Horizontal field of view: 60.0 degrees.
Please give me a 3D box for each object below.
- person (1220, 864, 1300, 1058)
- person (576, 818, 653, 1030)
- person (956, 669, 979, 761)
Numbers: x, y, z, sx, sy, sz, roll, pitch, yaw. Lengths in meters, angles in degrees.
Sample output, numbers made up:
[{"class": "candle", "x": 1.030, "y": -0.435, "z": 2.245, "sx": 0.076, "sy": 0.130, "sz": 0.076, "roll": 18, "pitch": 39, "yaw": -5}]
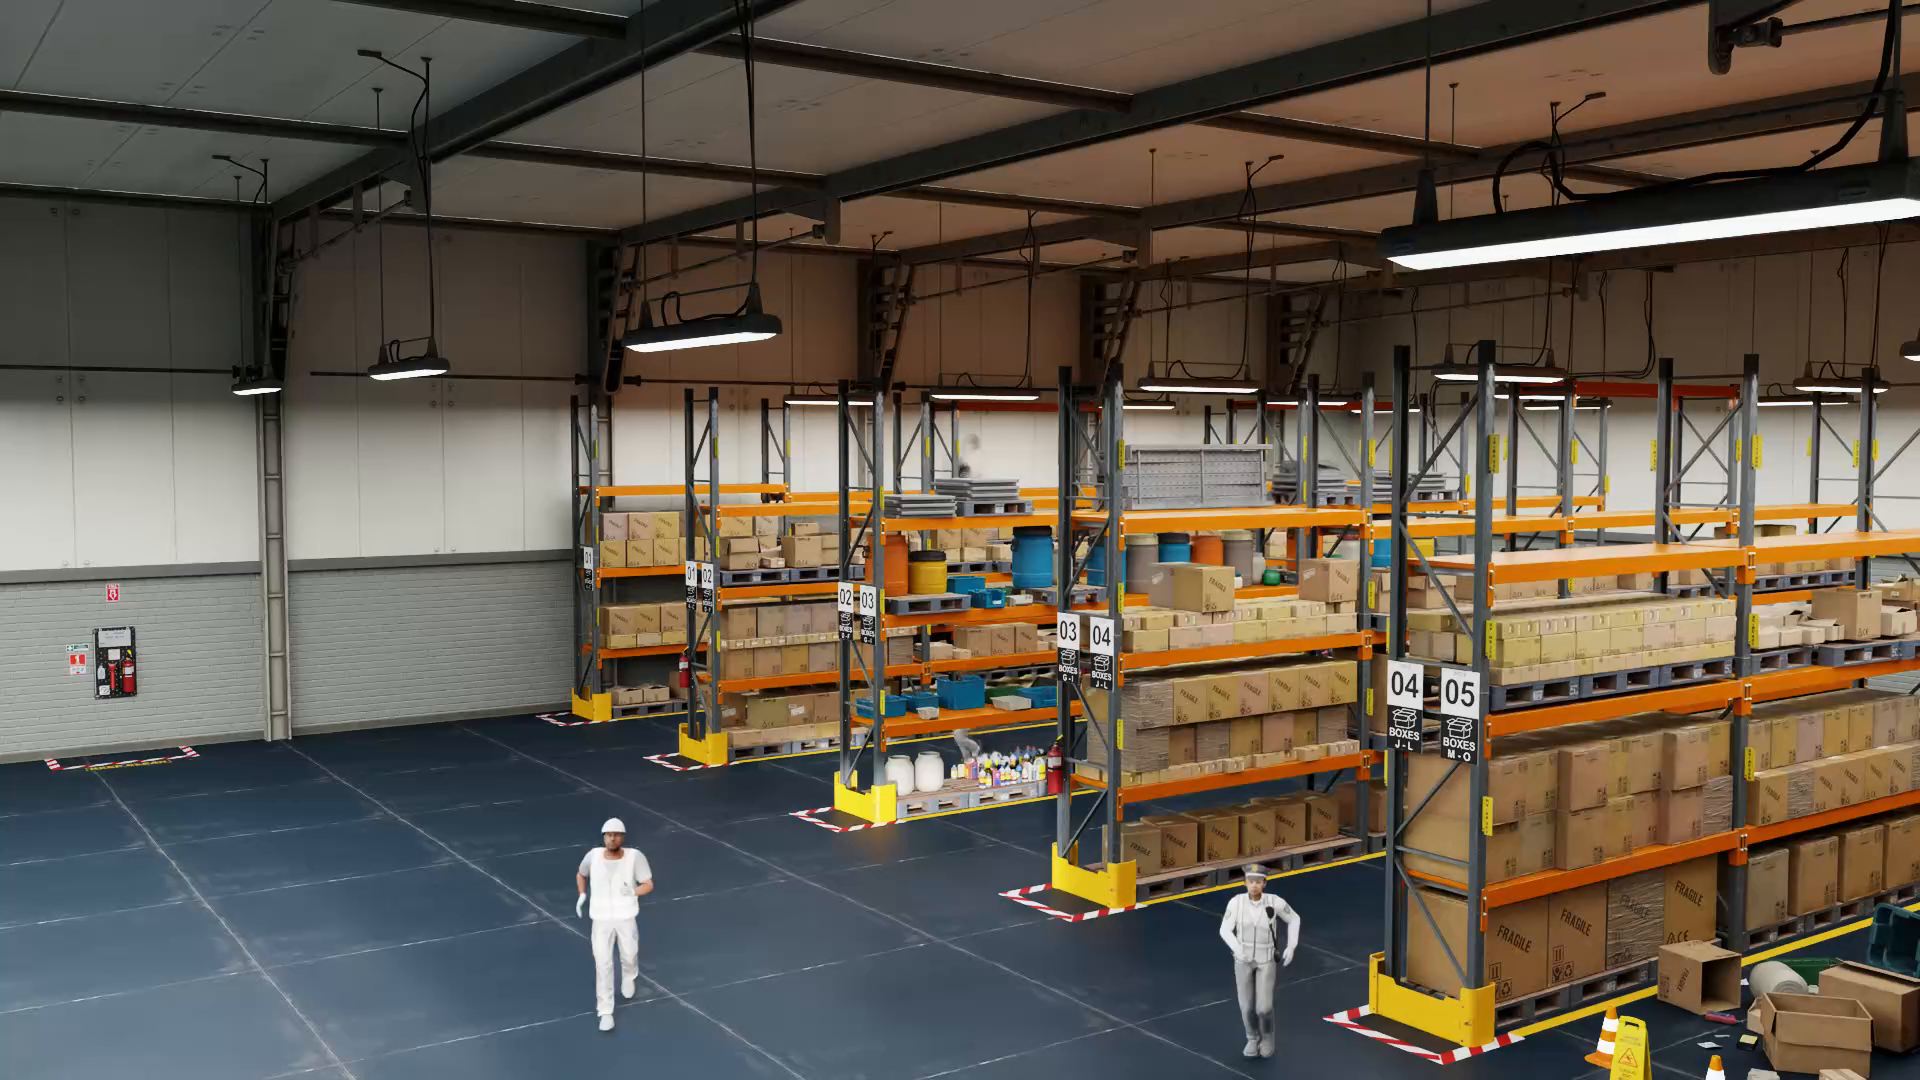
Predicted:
[{"class": "person", "x": 2.470, "y": 3.495, "z": 13.773, "sx": 0.642, "sy": 1.663, "sz": 0.611, "roll": 1, "pitch": 4, "yaw": 16}, {"class": "person", "x": -3.081, "y": 3.361, "z": 14.834, "sx": 0.691, "sy": 1.762, "sz": 0.994, "roll": 0, "pitch": 3, "yaw": -8}, {"class": "person", "x": 0.094, "y": 2.819, "z": 26.177, "sx": 0.490, "sy": 1.564, "sz": 0.543, "roll": -3, "pitch": 4, "yaw": -40}]
